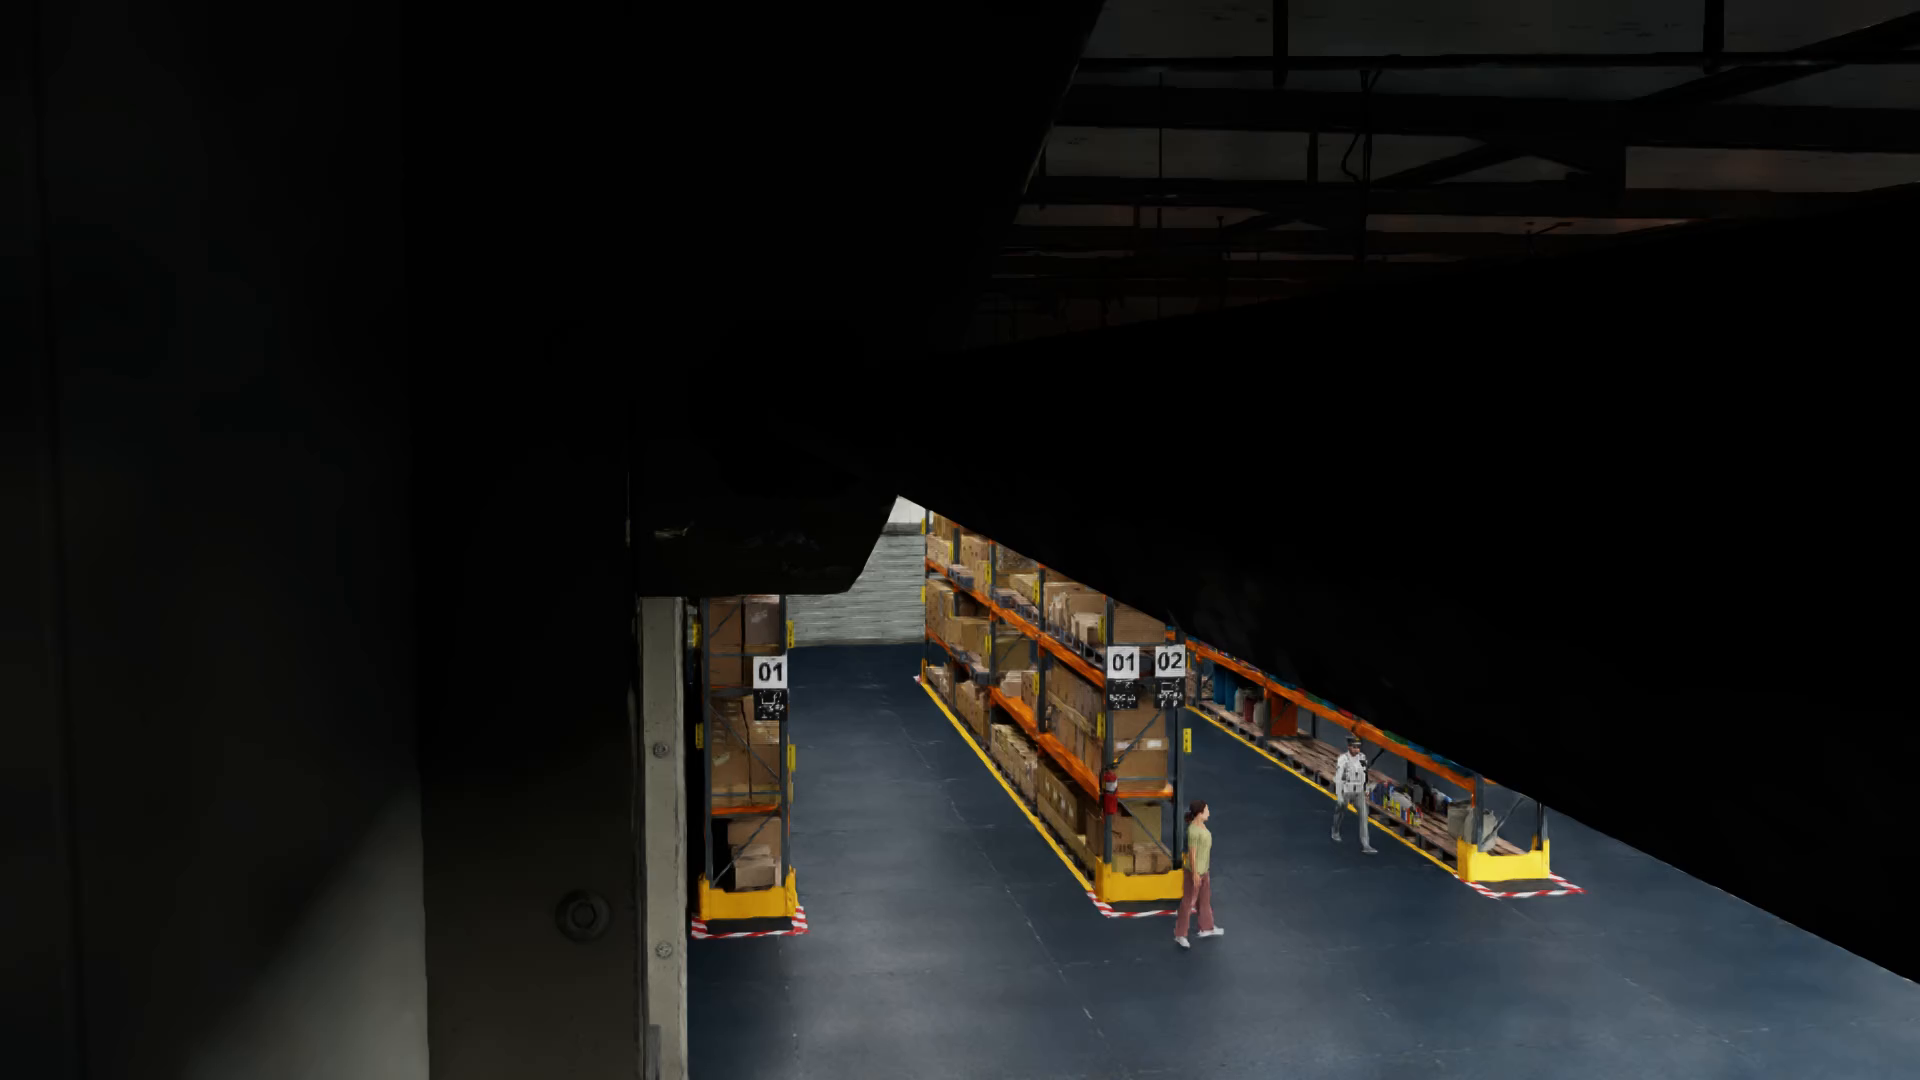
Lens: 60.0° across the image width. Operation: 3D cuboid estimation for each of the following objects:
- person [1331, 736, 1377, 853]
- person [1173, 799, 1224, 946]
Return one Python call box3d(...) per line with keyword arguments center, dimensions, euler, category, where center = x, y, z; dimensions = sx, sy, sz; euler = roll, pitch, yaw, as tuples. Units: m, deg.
box3d(center=(5.436, 3.488, 23.096), dimensions=(0.495, 1.568, 1.086), euler=(-1, 5, -7), category="person")
box3d(center=(2.750, 3.922, 19.190), dimensions=(0.493, 1.414, 0.647), euler=(2, 5, 21), category="person")
